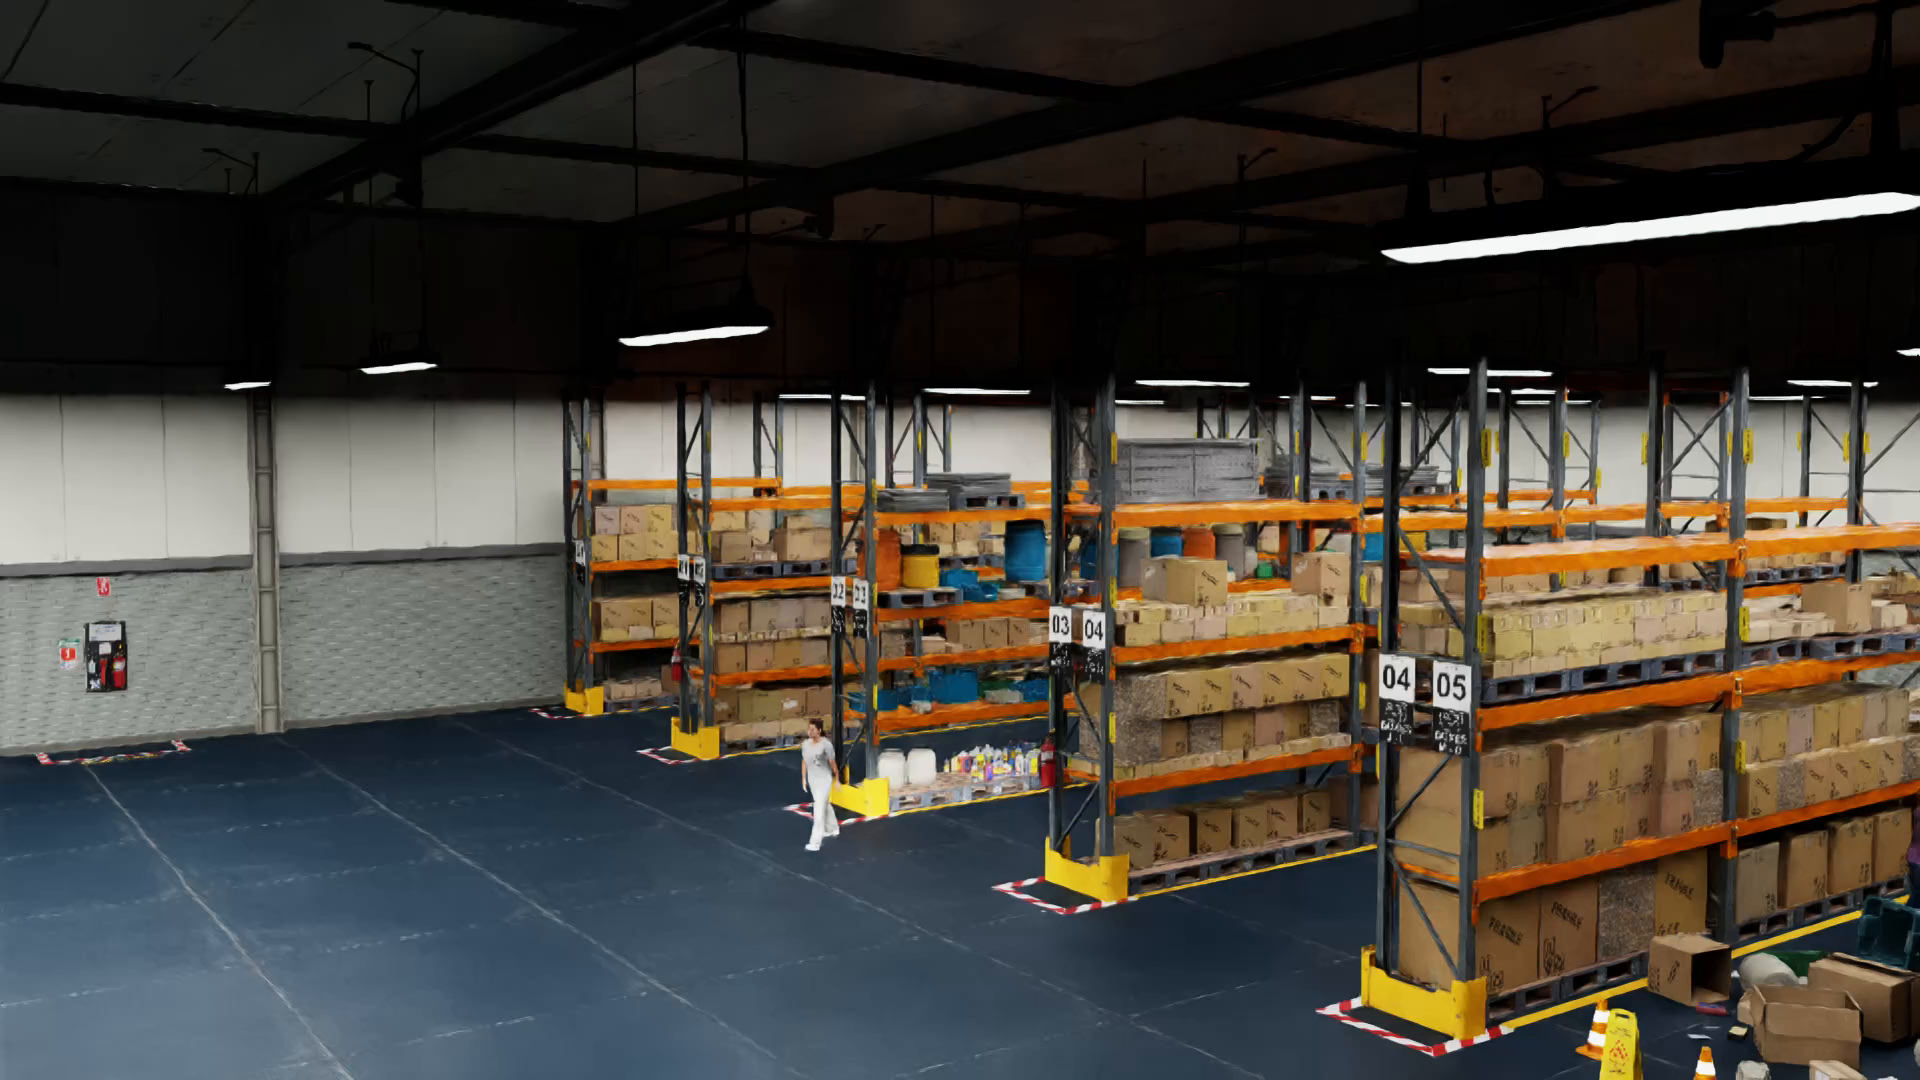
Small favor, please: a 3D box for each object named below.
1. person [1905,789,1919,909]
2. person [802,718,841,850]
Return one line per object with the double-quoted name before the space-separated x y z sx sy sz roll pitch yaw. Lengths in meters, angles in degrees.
"person" 9.764 3.272 16.781 0.419 1.603 0.503 2 4 31
"person" -1.773 3.021 20.829 0.483 1.622 0.950 2 4 33
